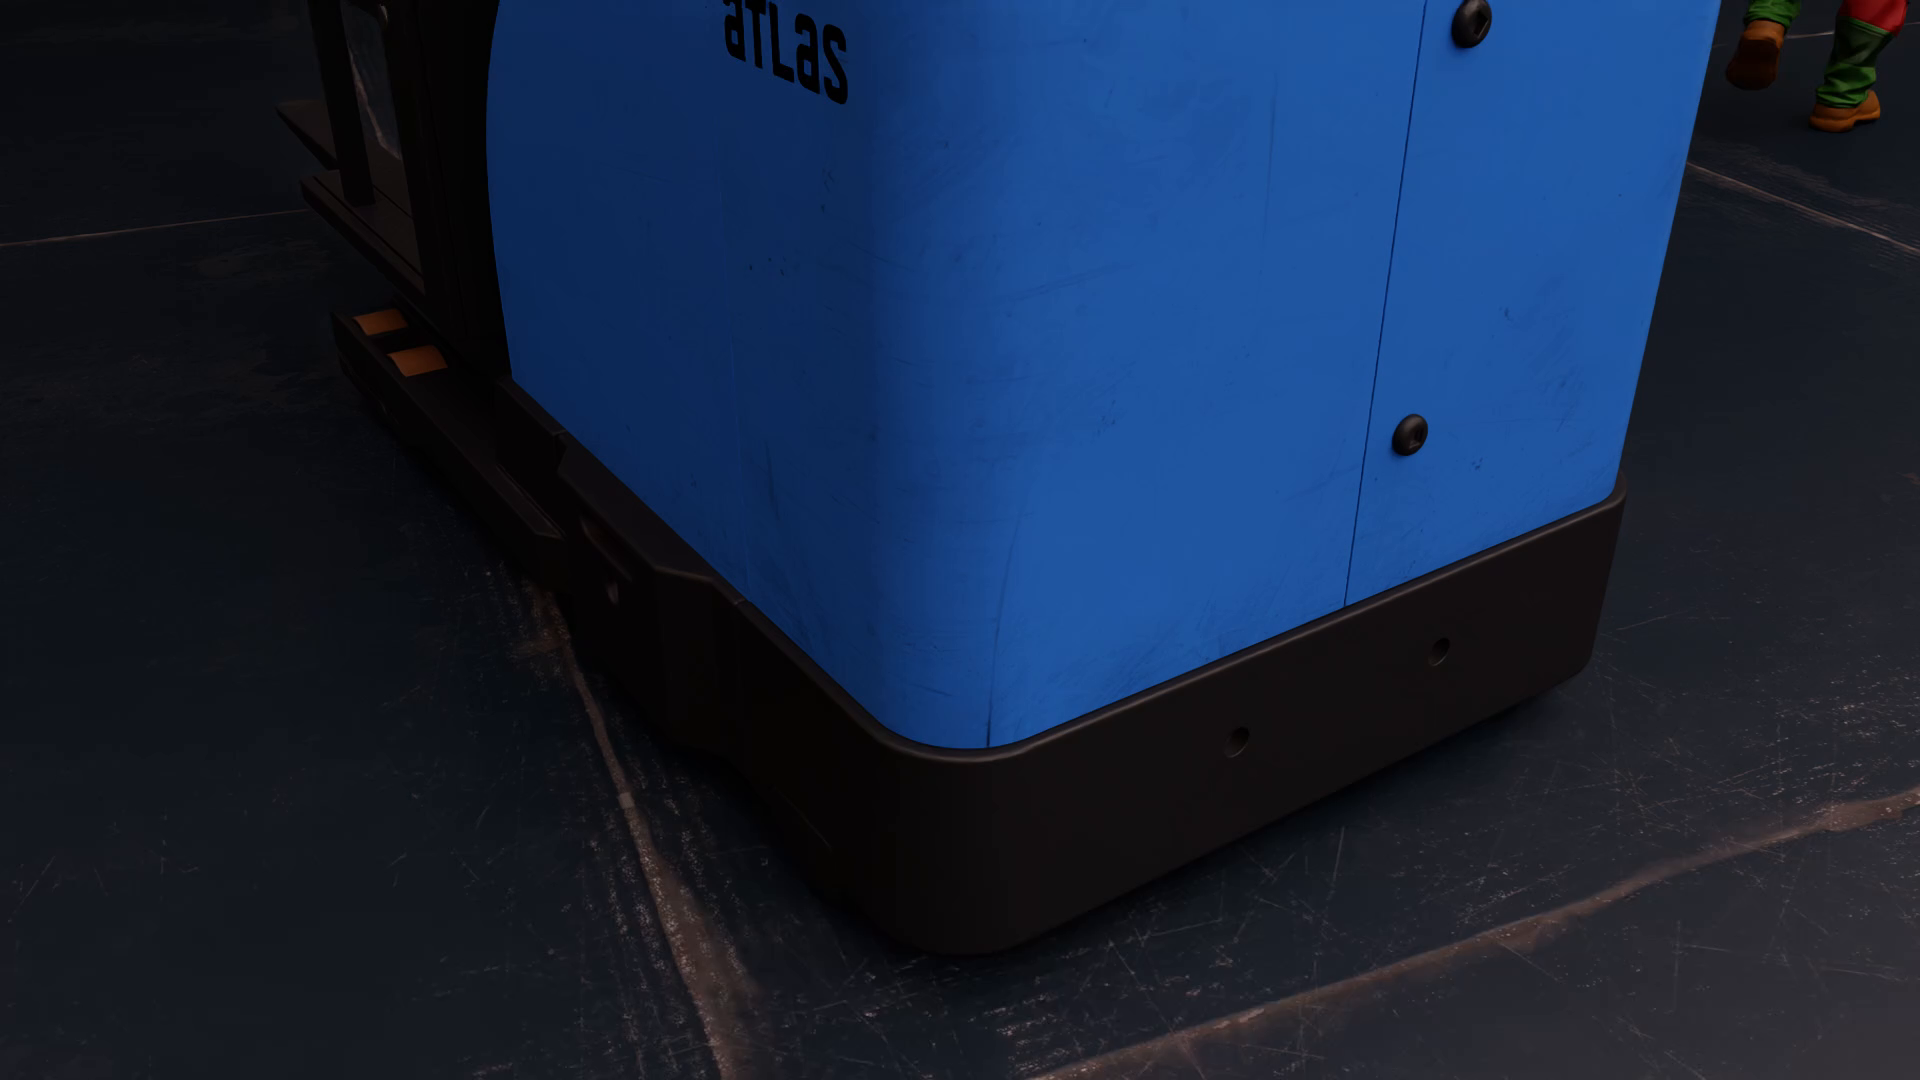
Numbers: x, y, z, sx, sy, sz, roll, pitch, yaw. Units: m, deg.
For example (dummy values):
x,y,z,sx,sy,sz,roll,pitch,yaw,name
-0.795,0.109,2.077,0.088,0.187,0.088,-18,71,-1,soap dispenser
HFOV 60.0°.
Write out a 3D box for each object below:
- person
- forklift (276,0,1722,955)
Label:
x,y,z,sx,sy,sz,roll,pitch,yaw,name
2.332,-1.926,4.098,0.719,1.767,0.468,25,38,37,person
-0.435,-1.548,2.256,1.130,2.935,3.031,-18,34,-29,forklift
